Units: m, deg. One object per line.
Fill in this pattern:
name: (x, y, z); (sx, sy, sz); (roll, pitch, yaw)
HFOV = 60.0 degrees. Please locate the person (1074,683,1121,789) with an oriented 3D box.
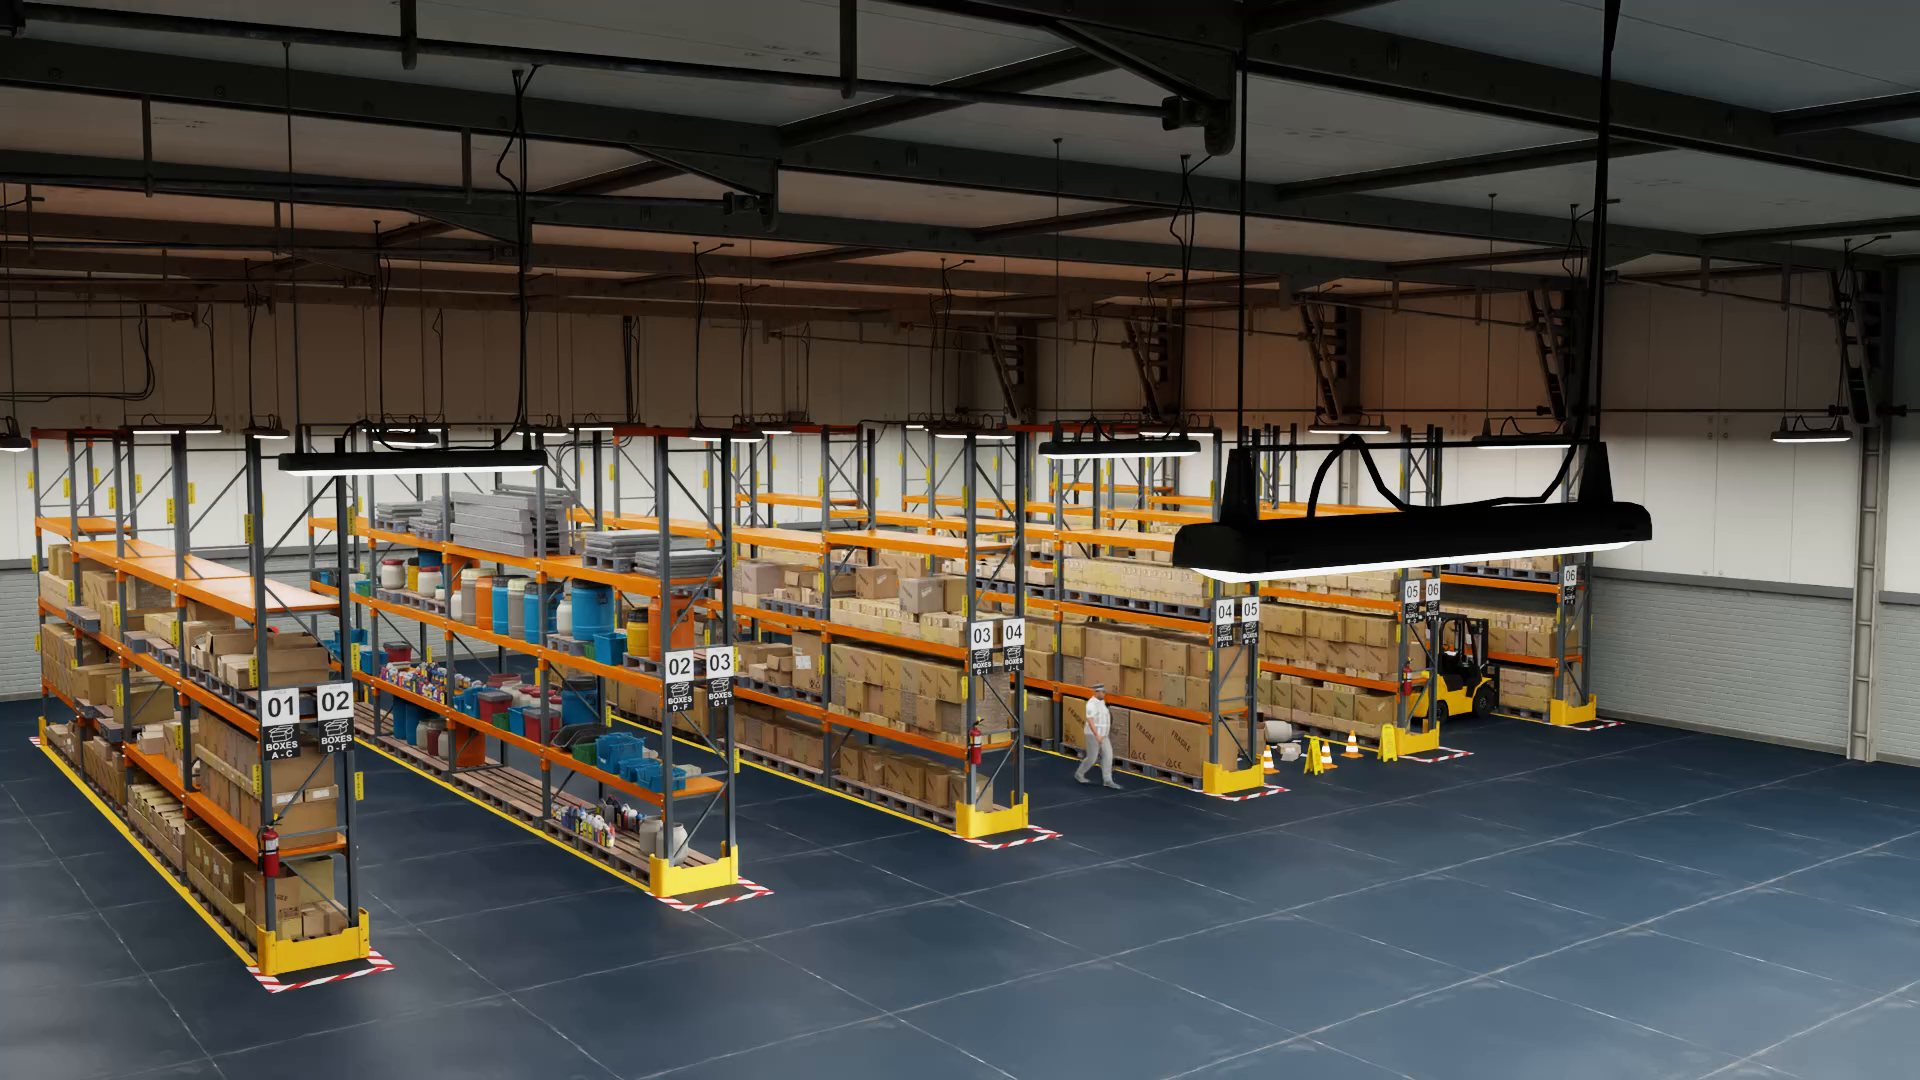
person: (2.346, 3.277, 27.985); (0.858, 1.738, 0.633); (3, 5, 31)

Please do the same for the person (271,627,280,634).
person: (-14.459, 2.682, 35.018); (0.635, 1.711, 0.823); (-2, 5, -21)
